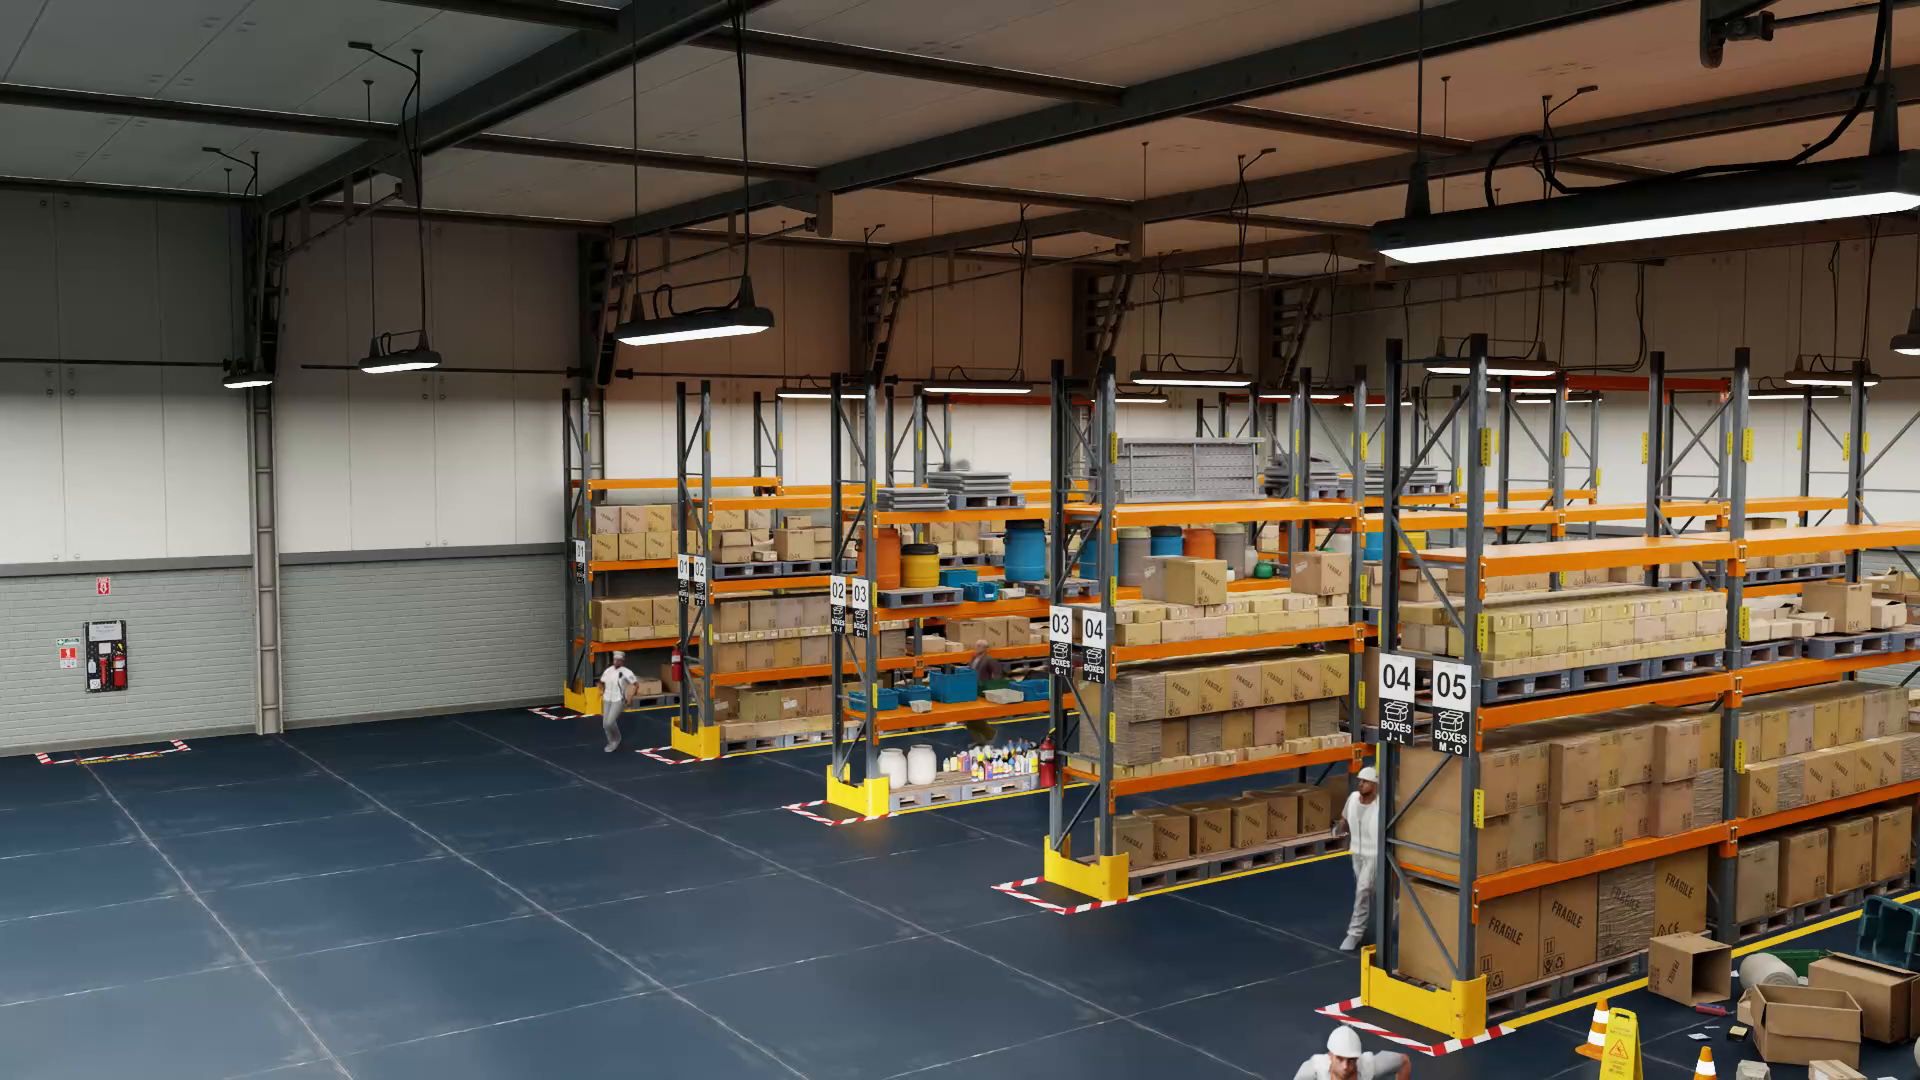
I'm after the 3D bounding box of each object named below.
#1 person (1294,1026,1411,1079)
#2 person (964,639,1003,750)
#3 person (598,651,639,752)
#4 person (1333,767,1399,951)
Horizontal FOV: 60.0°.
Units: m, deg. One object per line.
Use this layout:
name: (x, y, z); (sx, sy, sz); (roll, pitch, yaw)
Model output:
person: (2.377, 3.696, 10.146); (0.706, 1.691, 0.995); (1, 4, 15)
person: (0.281, 2.413, 25.700); (0.627, 1.752, 0.705); (-3, 5, -39)
person: (-5.573, 2.613, 26.883); (0.650, 1.652, 0.553); (1, 4, 18)
person: (4.181, 3.208, 16.873); (0.948, 1.829, 0.715); (-3, 5, -38)
